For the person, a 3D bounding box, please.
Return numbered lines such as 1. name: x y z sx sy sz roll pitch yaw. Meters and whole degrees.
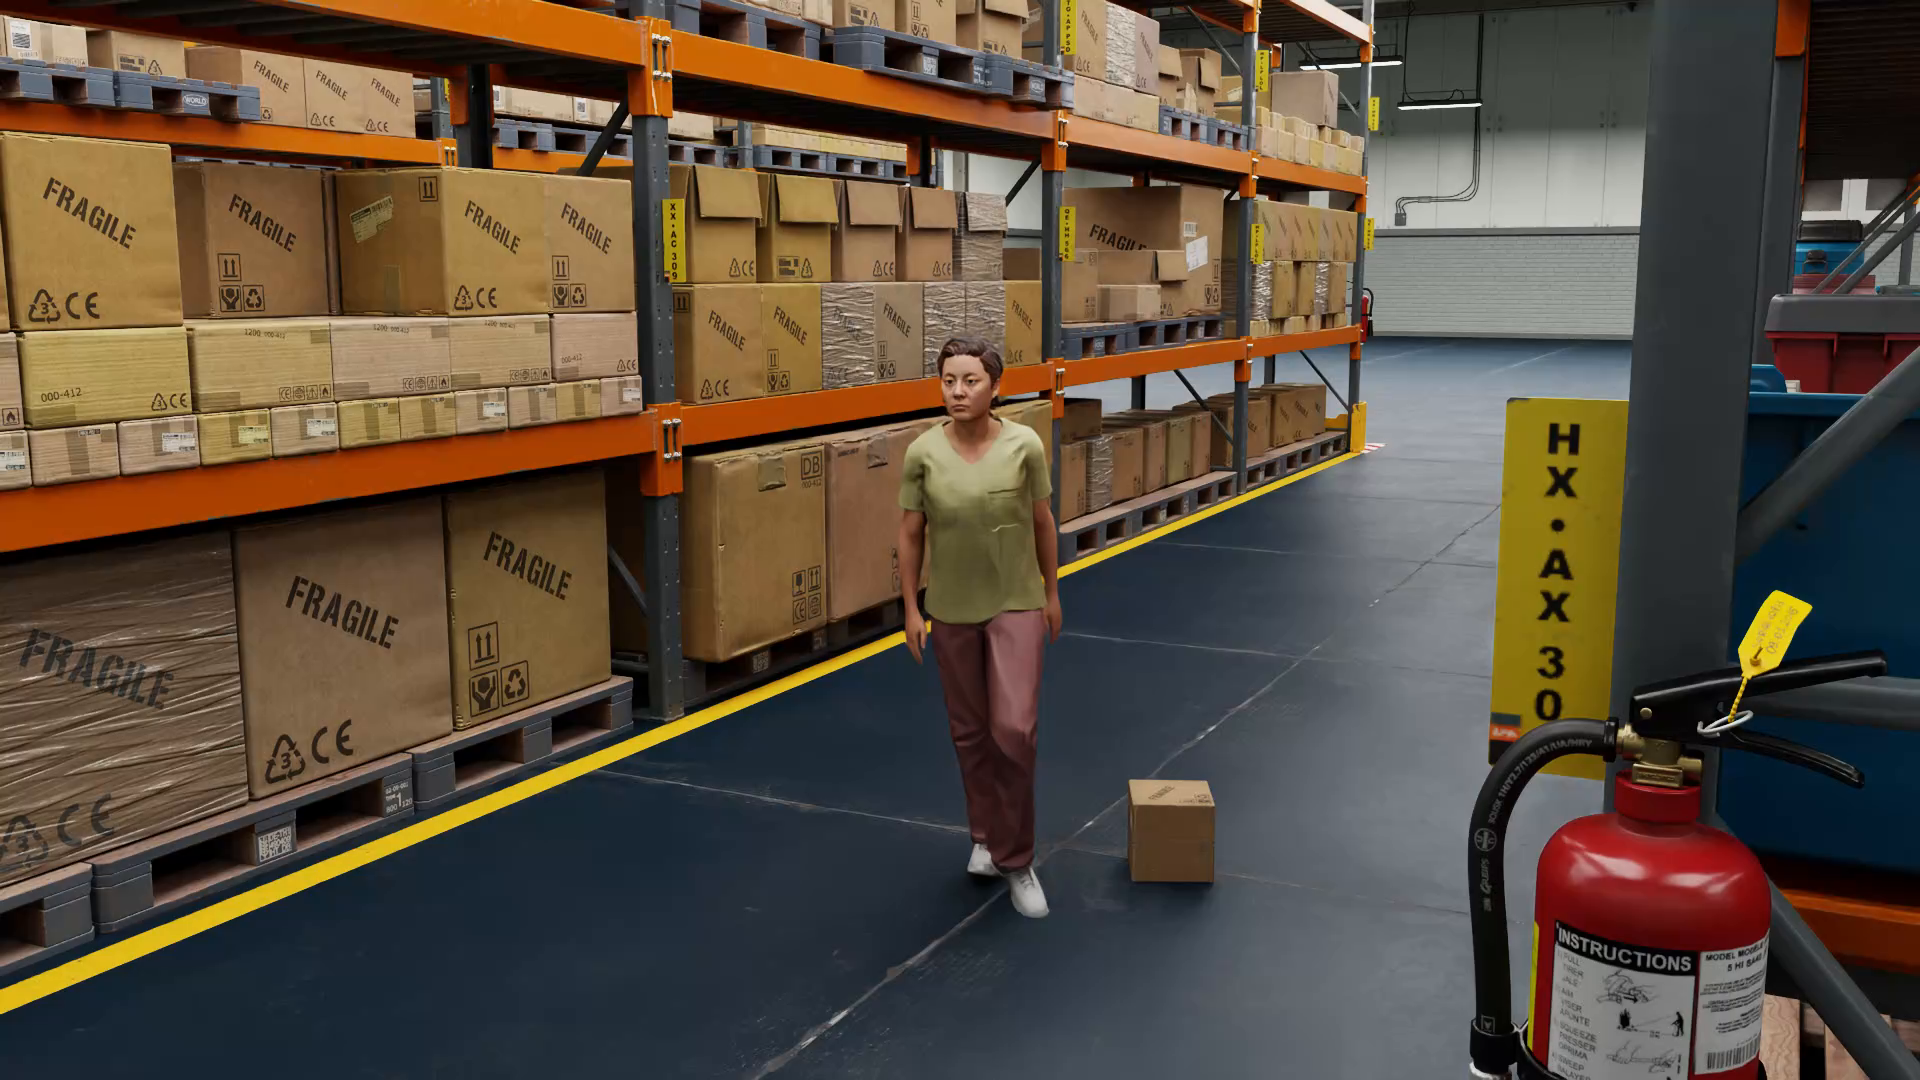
1. person: 0.056 0.237 4.942 0.473 1.688 0.539 2 9 9
